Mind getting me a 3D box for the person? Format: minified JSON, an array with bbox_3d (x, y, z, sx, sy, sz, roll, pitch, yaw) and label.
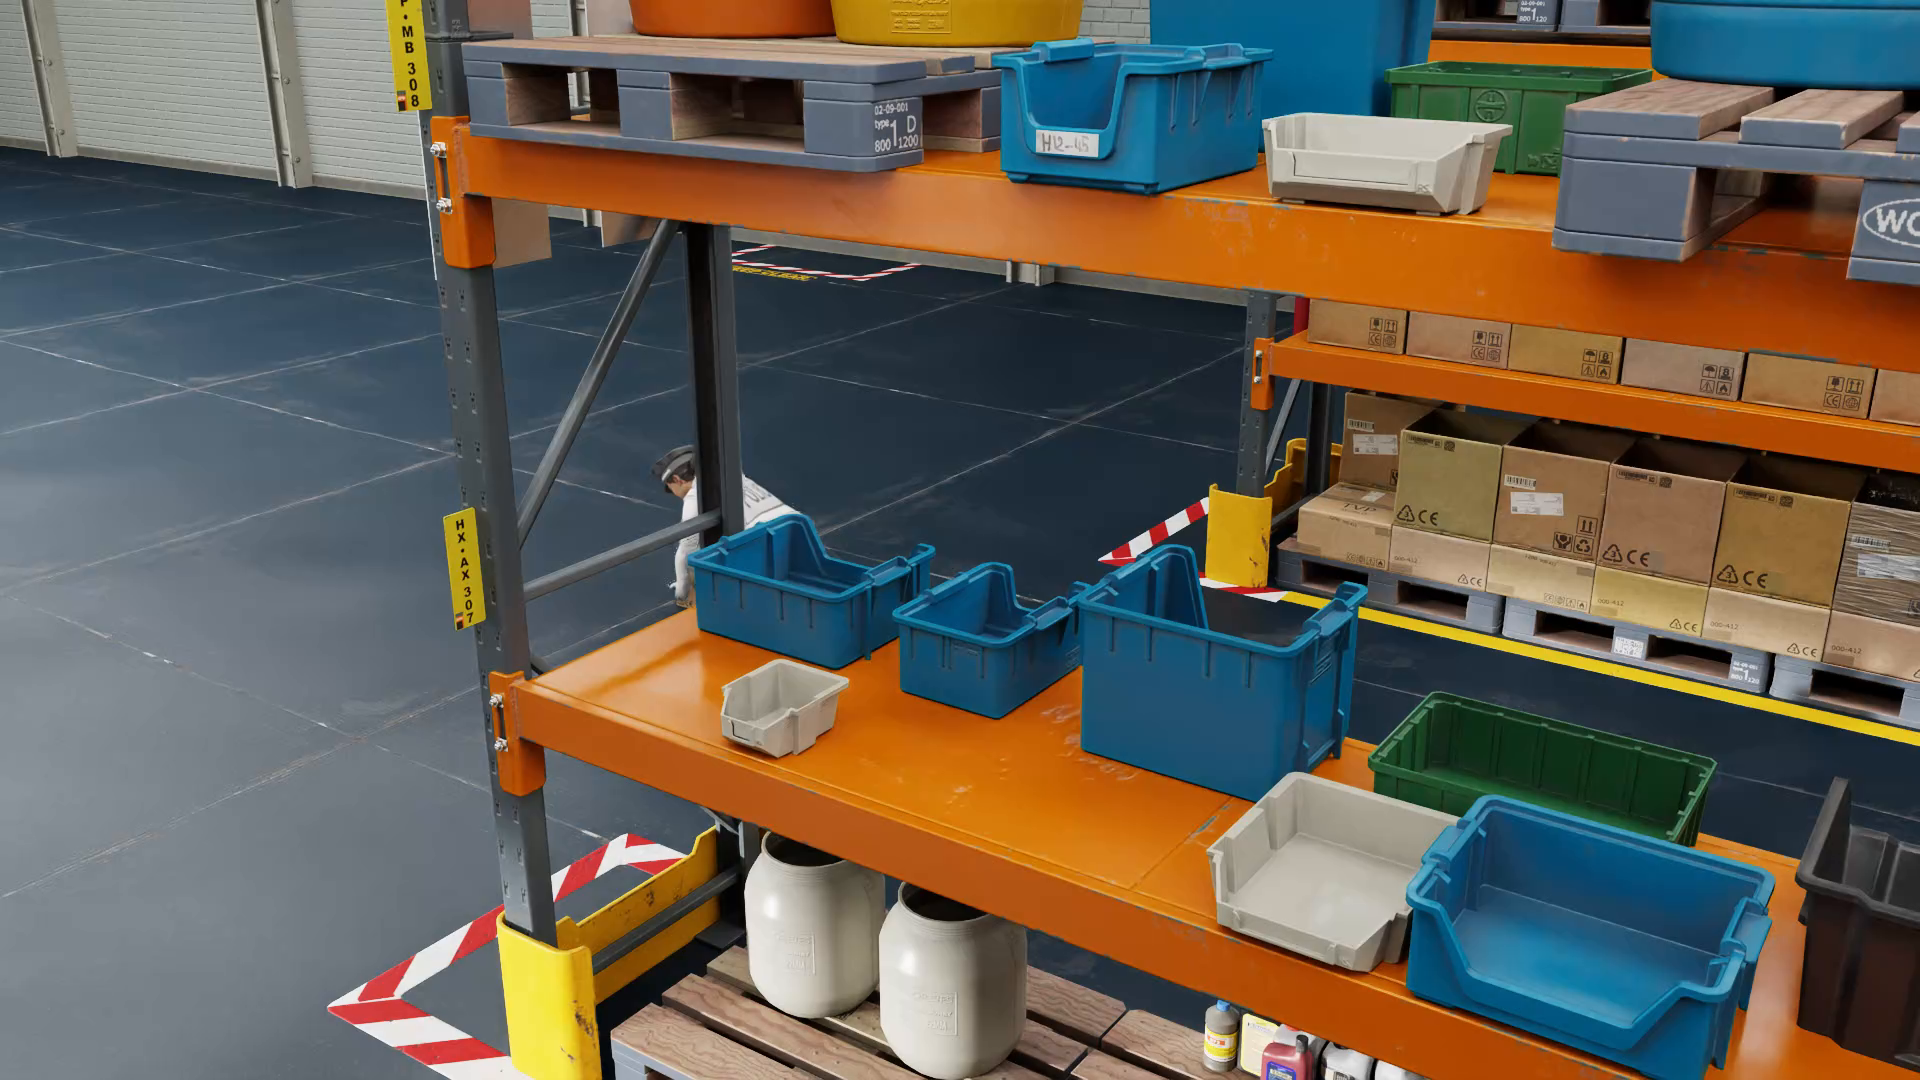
[{"bbox_3d":[-1.126,-0.006,8.225,0.857,0.899,0.489,13,24,32],"label":"person"}]
